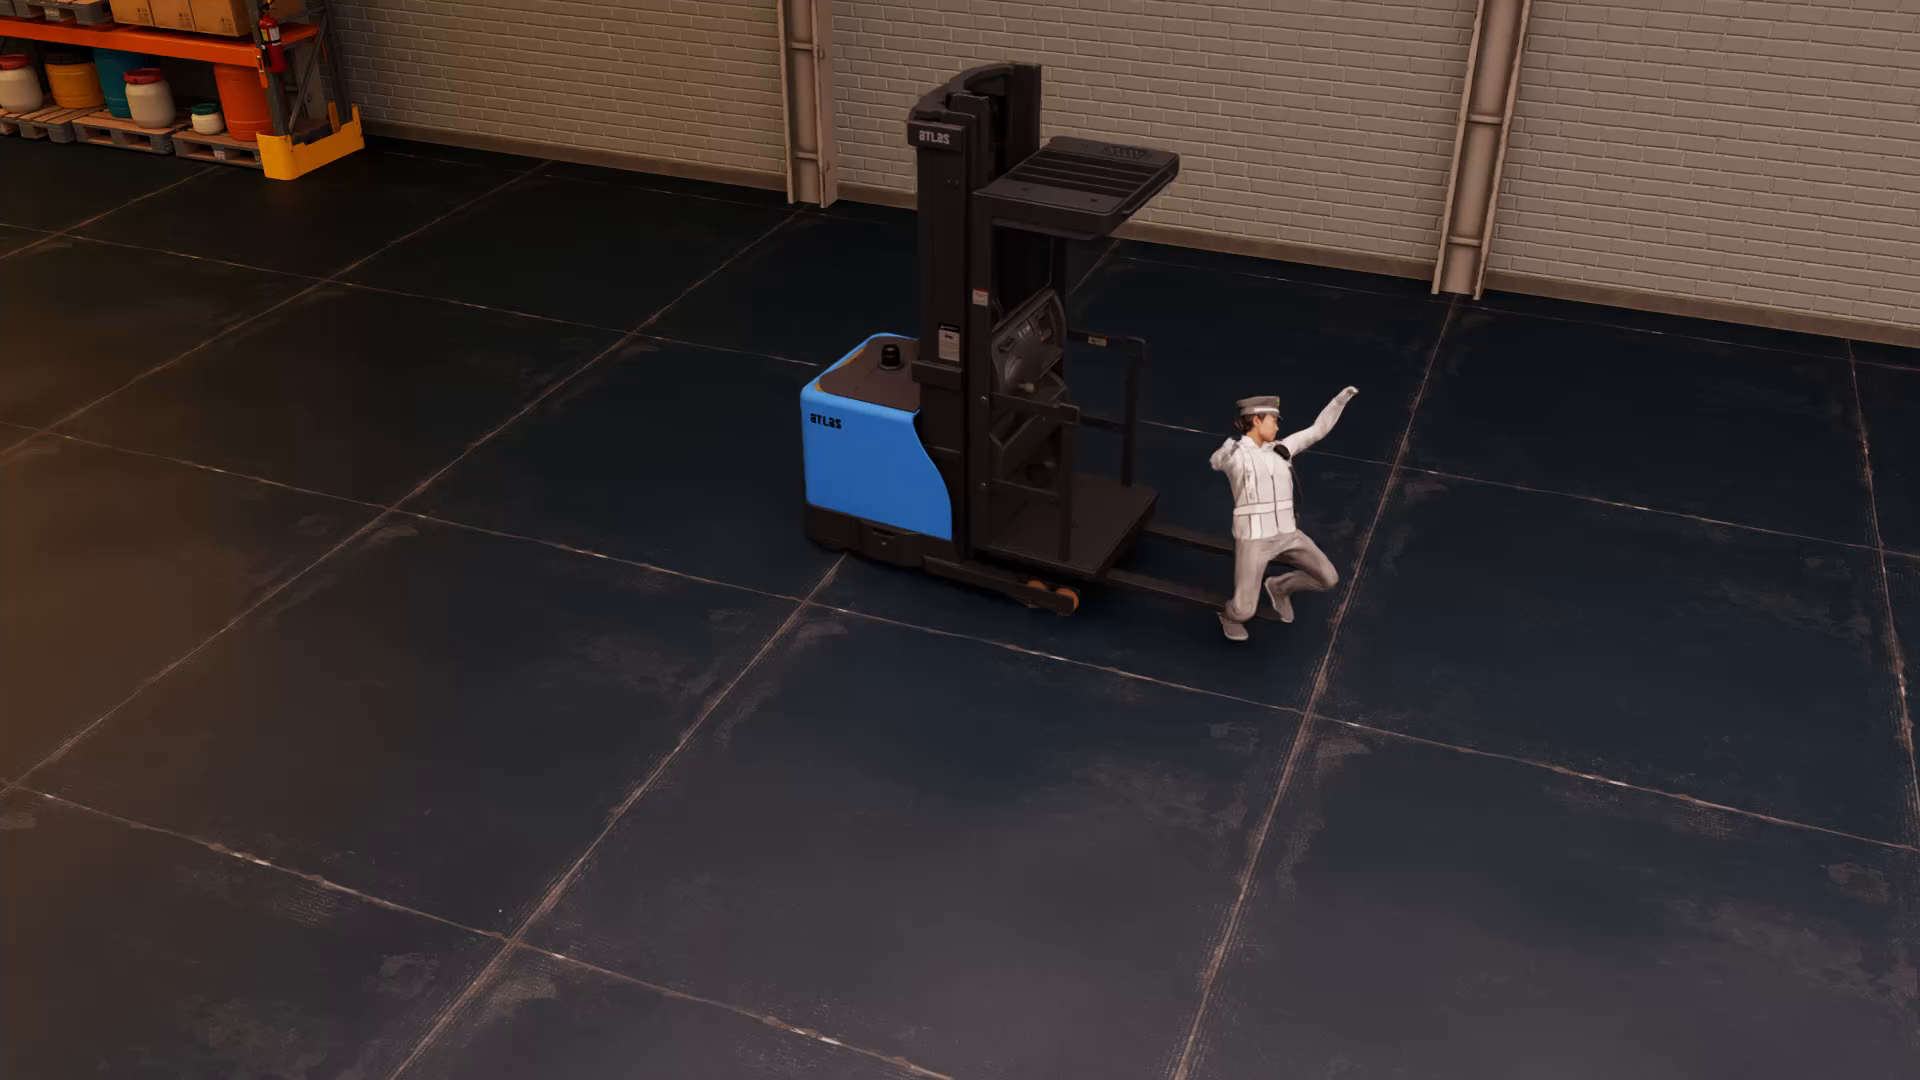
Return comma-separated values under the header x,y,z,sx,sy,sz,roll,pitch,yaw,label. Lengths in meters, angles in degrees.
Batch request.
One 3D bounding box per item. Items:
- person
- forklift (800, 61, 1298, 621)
x,y,z,sx,sy,sz,roll,pitch,yaw,label
1.631,-0.151,9.203,0.890,1.552,0.728,-14,34,-22,person
0.579,-1.117,9.515,3.031,2.935,1.130,14,34,22,forklift
